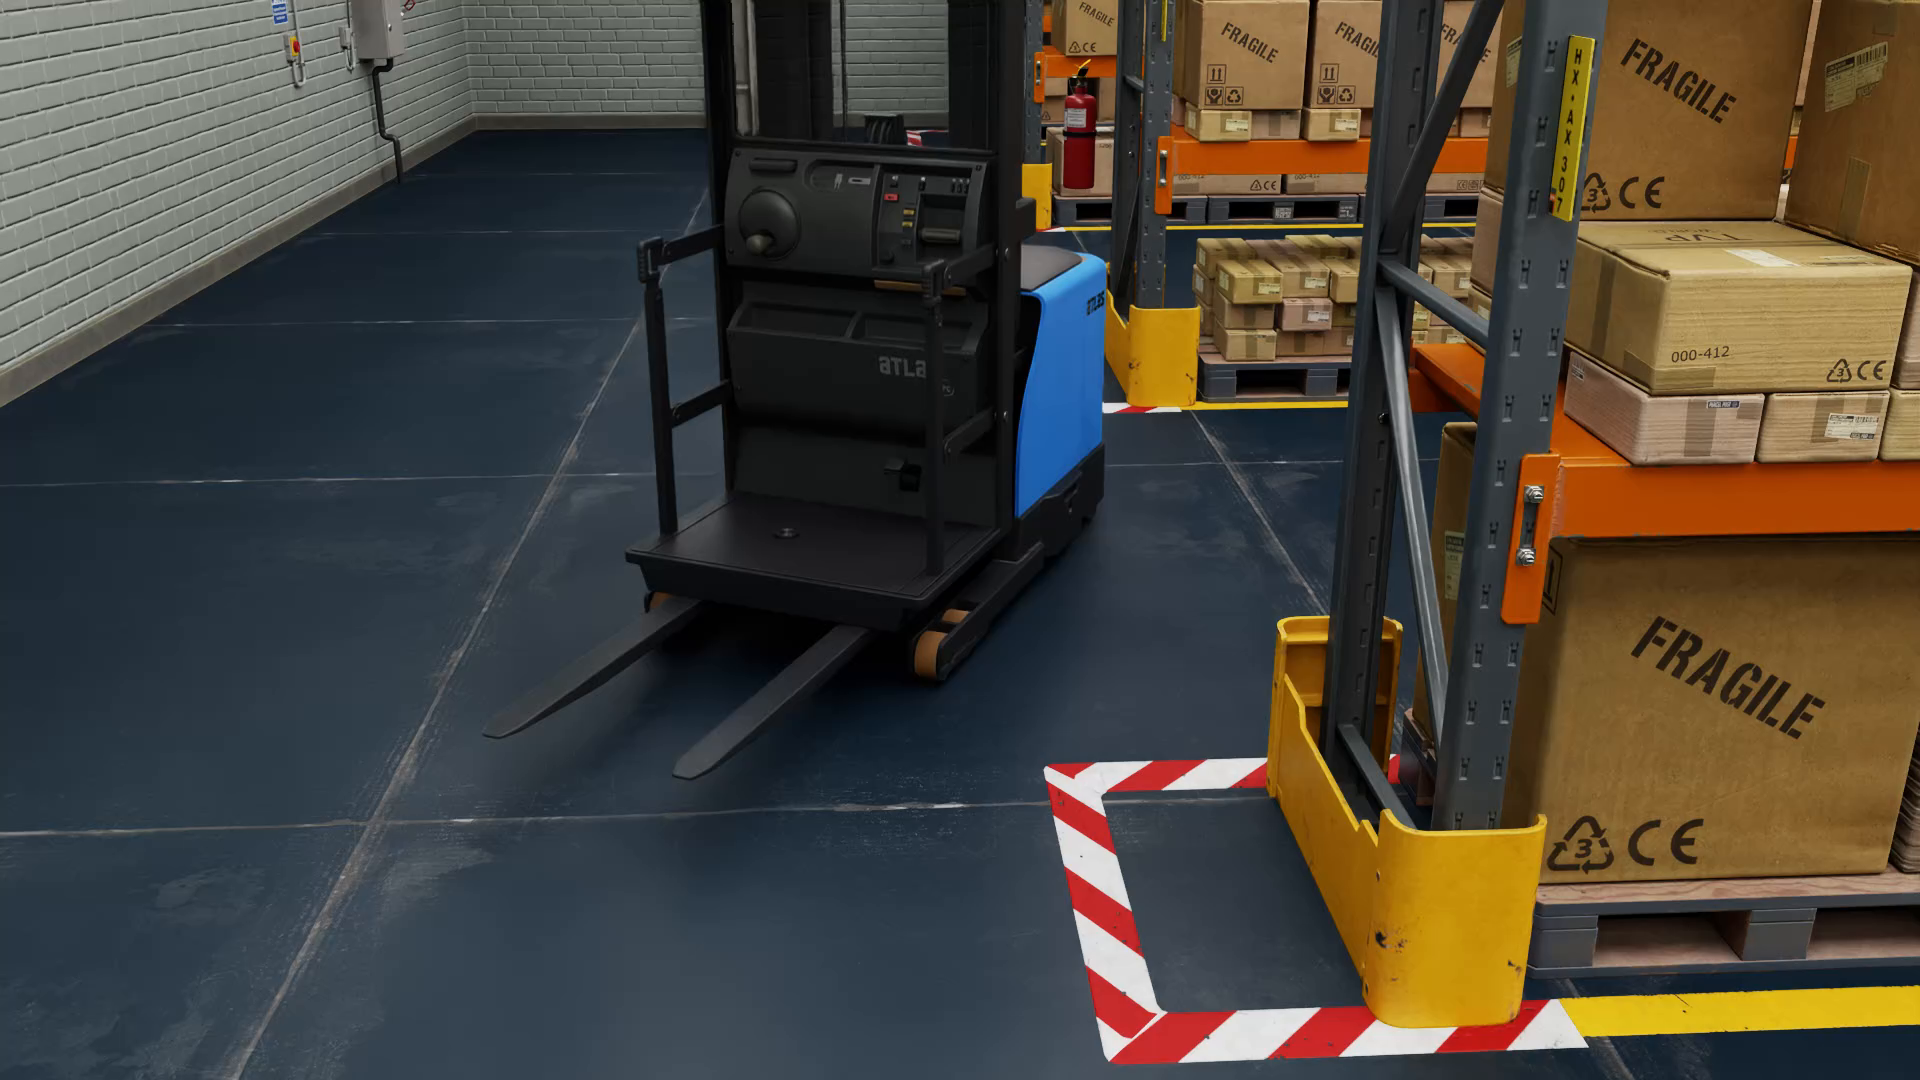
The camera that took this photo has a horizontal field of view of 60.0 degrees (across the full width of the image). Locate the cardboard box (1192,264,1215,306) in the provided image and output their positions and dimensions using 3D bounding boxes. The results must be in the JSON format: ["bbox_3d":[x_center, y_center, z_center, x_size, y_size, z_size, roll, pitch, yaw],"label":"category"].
[{"bbox_3d":[1.430,-1.393,9.063,0.250,0.149,0.380,-2,21,-5],"label":"cardboard box"}]

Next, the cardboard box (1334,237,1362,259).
[{"bbox_3d":[2.201,-1.539,9.028,0.250,0.149,0.380,-2,21,-5],"label":"cardboard box"}]

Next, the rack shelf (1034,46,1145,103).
[{"bbox_3d":[2.533,-3.739,13.237,4.000,0.370,1.077,-1,21,-3],"label":"rack shelf"}]

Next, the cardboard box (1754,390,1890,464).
[{"bbox_3d":[1.731,-0.293,3.527,0.250,0.149,0.380,-1,21,-4],"label":"cardboard box"}]

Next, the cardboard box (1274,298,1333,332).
[{"bbox_3d":[1.734,-1.186,8.519,0.250,0.149,0.380,-1,21,-3],"label":"cardboard box"}]

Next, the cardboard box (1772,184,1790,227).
[{"bbox_3d":[2.077,-0.697,4.030,0.500,0.250,0.500,-2,21,-4],"label":"cardboard box"}]

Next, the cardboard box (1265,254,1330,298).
[{"bbox_3d":[1.730,-1.359,8.554,0.250,0.149,0.380,-1,21,-2],"label":"cardboard box"}]

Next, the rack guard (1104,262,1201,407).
[{"bbox_3d":[0.995,-1.112,8.838,0.348,0.500,1.175,-1,21,-3],"label":"rack guard"}]

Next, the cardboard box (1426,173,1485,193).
[{"bbox_3d":[3.897,-3.140,13.664,0.875,0.438,0.875,-1,21,-4],"label":"cardboard box"}]

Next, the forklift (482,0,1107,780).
[{"bbox_3d":[-0.436,-1.079,5.337,1.130,2.935,3.031,8,22,21],"label":"forklift"}]

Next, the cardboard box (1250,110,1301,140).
[{"bbox_3d":[1.513,-2.071,8.198,0.250,0.149,0.380,0,21,-1],"label":"cardboard box"}]

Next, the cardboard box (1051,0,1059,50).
[{"bbox_3d":[1.003,-4.185,13.257,0.500,0.500,0.500,-1,21,-3],"label":"cardboard box"}]

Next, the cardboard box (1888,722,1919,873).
[{"bbox_3d":[2.645,0.222,4.217,0.875,0.875,0.875,-1,21,-3],"label":"cardboard box"}]

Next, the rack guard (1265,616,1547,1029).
[{"bbox_3d":[1.078,0.654,4.200,0.348,0.500,1.175,-1,21,-3],"label":"rack guard"}]

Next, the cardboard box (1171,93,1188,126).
[{"bbox_3d":[1.229,-2.268,8.715,0.250,0.149,0.380,-1,21,-3],"label":"cardboard box"}]

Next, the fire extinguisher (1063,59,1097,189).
[{"bbox_3d":[0.642,-2.227,8.887,0.183,0.674,0.296,-1,21,-3],"label":"fire extinguisher"}]

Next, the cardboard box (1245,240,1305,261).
[{"bbox_3d":[1.688,-1.506,8.941,0.250,0.149,0.380,-1,21,-2],"label":"cardboard box"}]

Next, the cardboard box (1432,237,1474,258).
[{"bbox_3d":[2.736,-1.530,9.004,0.250,0.149,0.380,-2,21,-5],"label":"cardboard box"}]

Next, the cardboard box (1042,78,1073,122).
[{"bbox_3d":[0.865,-4.806,17.947,0.637,0.503,0.797,-2,21,-5],"label":"cardboard box"}]

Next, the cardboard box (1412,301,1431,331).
[{"bbox_3d":[2.236,-1.189,8.527,0.250,0.149,0.380,-1,21,-1],"label":"cardboard box"}]

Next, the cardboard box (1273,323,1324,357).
[{"bbox_3d":[1.718,-1.074,8.642,0.250,0.149,0.380,-1,21,-3],"label":"cardboard box"}]

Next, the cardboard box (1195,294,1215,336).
[{"bbox_3d":[1.433,-1.227,9.045,0.250,0.149,0.380,-1,21,-2],"label":"cardboard box"}]

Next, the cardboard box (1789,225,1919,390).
[{"bbox_3d":[2.115,-0.510,3.537,0.500,0.250,0.500,-1,21,-4],"label":"cardboard box"}]

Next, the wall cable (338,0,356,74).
[{"bbox_3d":[-5.185,-4.890,13.822,0.122,1.984,0.588,-1,21,-3],"label":"wall cable"}]

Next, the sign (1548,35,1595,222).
[{"bbox_3d":[1.127,-0.759,3.070,0.005,0.325,0.100,-1,21,-3],"label":"sign"}]

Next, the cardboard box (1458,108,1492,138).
[{"bbox_3d":[2.556,-2.103,8.282,0.250,0.149,0.380,-2,21,-4],"label":"cardboard box"}]

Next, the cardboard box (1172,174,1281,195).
[{"bbox_3d":[2.102,-3.104,13.569,0.875,0.438,0.875,-1,21,-2],"label":"cardboard box"}]

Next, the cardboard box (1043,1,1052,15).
[{"bbox_3d":[0.844,-5.611,17.497,0.250,0.149,0.380,-1,21,-2],"label":"cardboard box"}]

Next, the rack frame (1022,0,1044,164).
[{"bbox_3d":[0.536,-4.035,13.003,0.127,3.000,1.000,-1,21,-3],"label":"rack frame"}]

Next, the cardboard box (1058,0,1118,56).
[{"bbox_3d":[1.032,-3.989,12.742,0.500,0.500,0.500,-1,21,-3],"label":"cardboard box"}]

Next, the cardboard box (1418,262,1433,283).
[{"bbox_3d":[2.232,-1.353,8.538,0.250,0.149,0.380,-2,21,-6],"label":"cardboard box"}]

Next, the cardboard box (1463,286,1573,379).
[{"bbox_3d":[1.439,-0.521,4.127,0.250,0.149,0.380,-1,21,-2],"label":"cardboard box"}]

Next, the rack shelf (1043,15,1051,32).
[{"bbox_3d":[2.246,-5.502,17.868,4.000,0.370,1.077,-1,21,-3],"label":"rack shelf"}]

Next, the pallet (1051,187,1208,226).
[{"bbox_3d":[1.330,-2.775,13.614,1.213,0.211,1.003,-1,21,-3],"label":"pallet"}]

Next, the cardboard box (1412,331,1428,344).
[{"bbox_3d":[2.227,-1.047,8.573,0.250,0.149,0.380,-1,21,-2],"label":"cardboard box"}]

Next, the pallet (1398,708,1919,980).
[{"bbox_3d":[1.896,0.745,4.368,1.213,0.211,1.003,-1,21,-3],"label":"pallet"}]

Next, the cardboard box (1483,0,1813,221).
[{"bbox_3d":[1.573,-1.037,3.868,0.500,0.500,0.500,-1,21,-2],"label":"cardboard box"}]

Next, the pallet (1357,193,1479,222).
[{"bbox_3d":[3.766,-2.825,13.745,1.213,0.211,1.003,-1,21,-3],"label":"pallet"}]

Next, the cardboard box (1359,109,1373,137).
[{"bbox_3d":[2.036,-2.111,8.304,0.250,0.149,0.380,0,21,-1],"label":"cardboard box"}]

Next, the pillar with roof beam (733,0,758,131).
[{"bbox_3d":[-2.249,-7.338,13.247,0.400,9.000,9.100,-1,21,-3],"label":"pillar with roof beam"}]

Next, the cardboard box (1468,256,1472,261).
[{"bbox_3d":[2.775,-1.344,8.516,0.250,0.149,0.380,-1,21,-2],"label":"cardboard box"}]

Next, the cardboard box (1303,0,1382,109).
[{"bbox_3d":[1.916,-2.395,8.137,0.500,0.500,0.500,-1,21,-3],"label":"cardboard box"}]

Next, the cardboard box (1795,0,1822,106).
[{"bbox_3d":[3.928,-2.425,8.216,0.500,0.500,0.500,-2,21,-5],"label":"cardboard box"}]
